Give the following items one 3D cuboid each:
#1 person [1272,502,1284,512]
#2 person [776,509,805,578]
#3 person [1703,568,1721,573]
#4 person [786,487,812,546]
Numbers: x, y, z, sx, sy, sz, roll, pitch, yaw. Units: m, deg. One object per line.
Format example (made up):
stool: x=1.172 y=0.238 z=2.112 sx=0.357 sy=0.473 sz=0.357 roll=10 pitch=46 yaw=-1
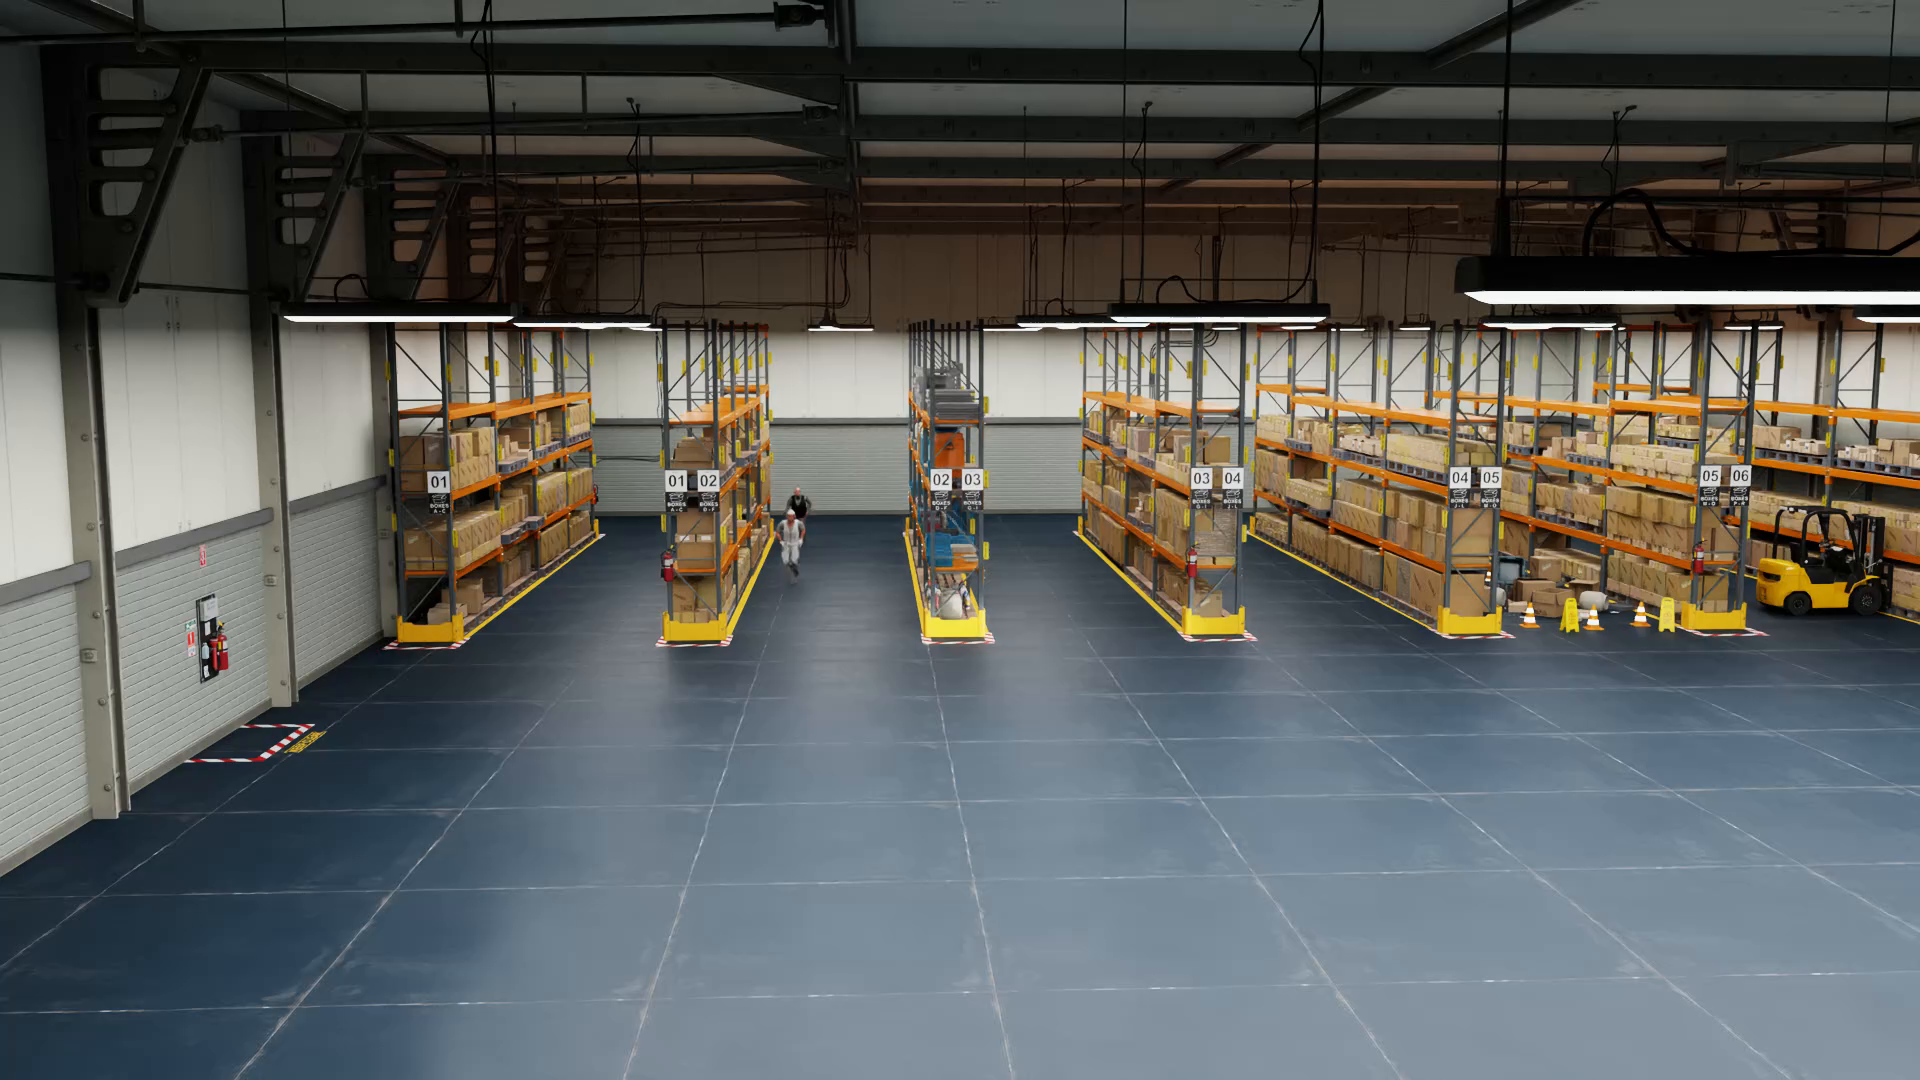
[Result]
person: x=9.972 y=-1.555 z=51.680 sx=0.468 sy=1.790 sz=0.561 roll=-3 pitch=8 yaw=-23
person: x=-3.892 y=0.082 z=38.168 sx=0.647 sy=1.621 sz=0.660 roll=1 pitch=7 yaw=5
person: x=17.018 y=0.264 z=37.516 sx=0.446 sy=1.669 sz=0.525 roll=-2 pitch=7 yaw=-19
person: x=-4.340 y=-0.625 z=44.896 sx=0.658 sy=1.626 sz=0.719 roll=1 pitch=7 yaw=6
